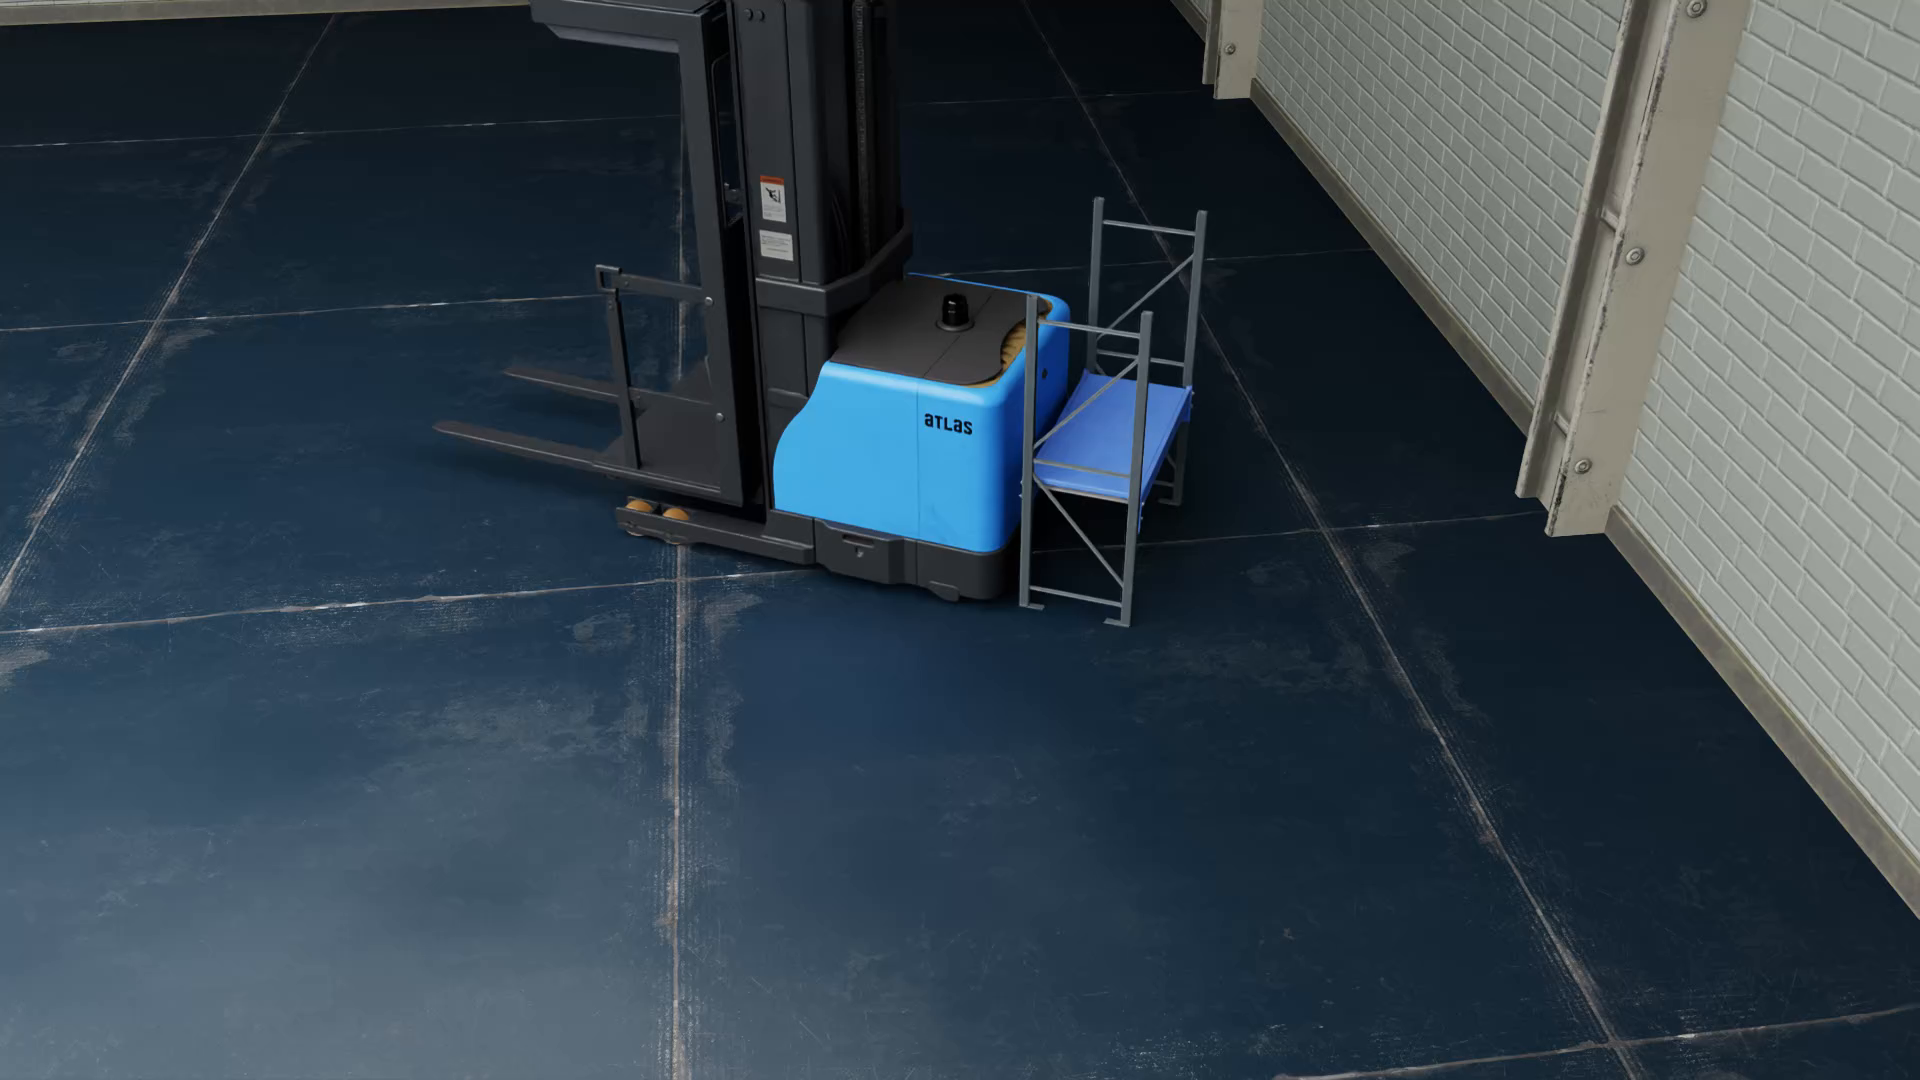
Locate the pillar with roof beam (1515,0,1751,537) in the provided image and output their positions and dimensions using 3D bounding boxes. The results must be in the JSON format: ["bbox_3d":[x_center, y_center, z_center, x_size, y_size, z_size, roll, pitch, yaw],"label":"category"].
[{"bbox_3d":[-1.387,-3.529,4.938,9.100,9.000,0.400,-4,35,-6],"label":"pillar with roof beam"}]

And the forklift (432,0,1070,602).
[{"bbox_3d":[-1.064,-1.453,7.280,3.031,2.935,1.130,12,36,17],"label":"forklift"}]

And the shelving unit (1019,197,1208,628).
[{"bbox_3d":[0.664,-0.562,7.243,0.538,1.500,1.048,11,36,15],"label":"shelving unit"}]

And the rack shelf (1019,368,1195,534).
[{"bbox_3d":[0.664,-0.414,7.345,0.538,0.185,1.000,11,36,15],"label":"rack shelf"}]

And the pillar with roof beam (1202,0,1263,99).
[{"bbox_3d":[-2.194,-6.877,9.851,9.100,9.000,0.400,-4,35,-6],"label":"pillar with roof beam"}]

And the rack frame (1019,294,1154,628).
[{"bbox_3d":[0.501,-0.291,6.845,0.500,1.500,0.032,11,36,15],"label":"rack frame"}]

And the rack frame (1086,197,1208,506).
[{"bbox_3d":[0.827,-0.834,7.641,0.500,1.500,0.032,11,36,15],"label":"rack frame"}]
